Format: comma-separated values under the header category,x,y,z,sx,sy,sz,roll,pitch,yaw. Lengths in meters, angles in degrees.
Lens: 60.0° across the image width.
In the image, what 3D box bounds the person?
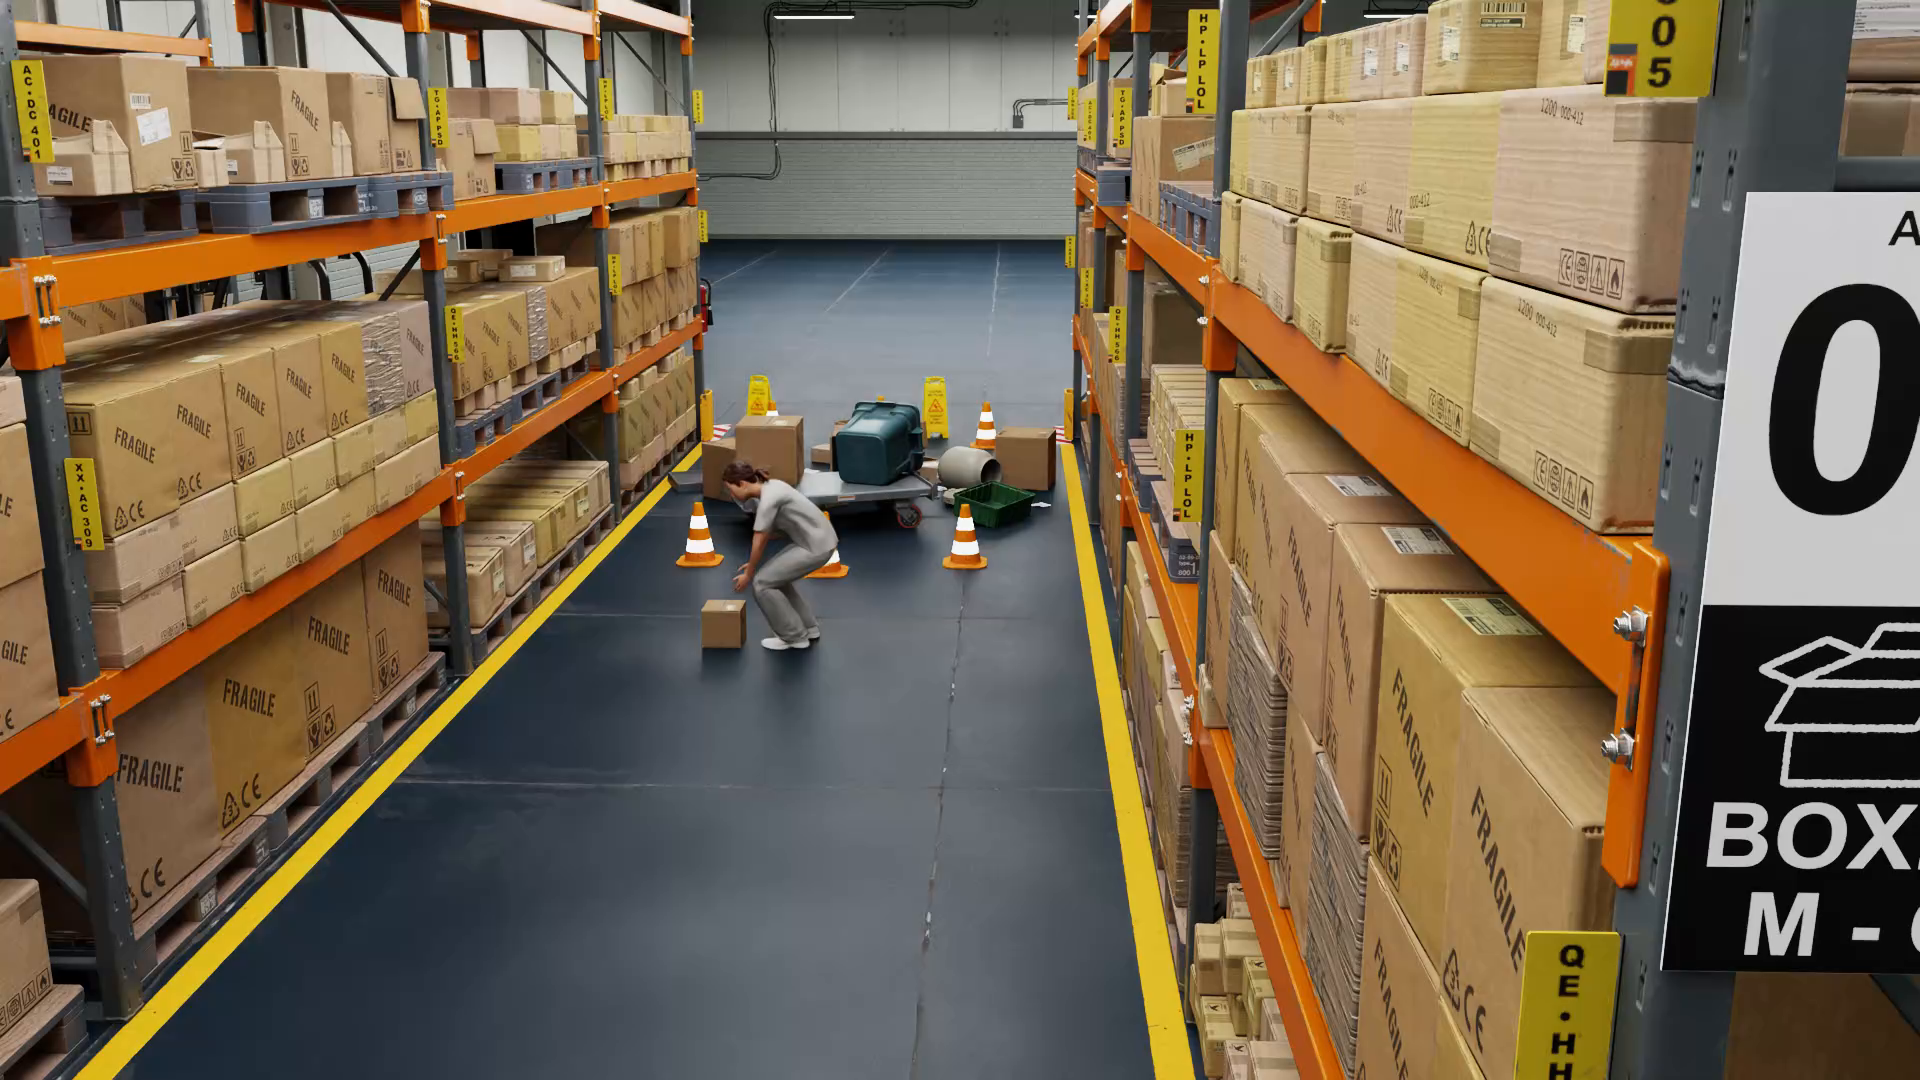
category,x,y,z,sx,sy,sz,roll,pitch,yaw
person,-1.143,0.086,10.617,0.720,1.216,0.495,0,14,2
